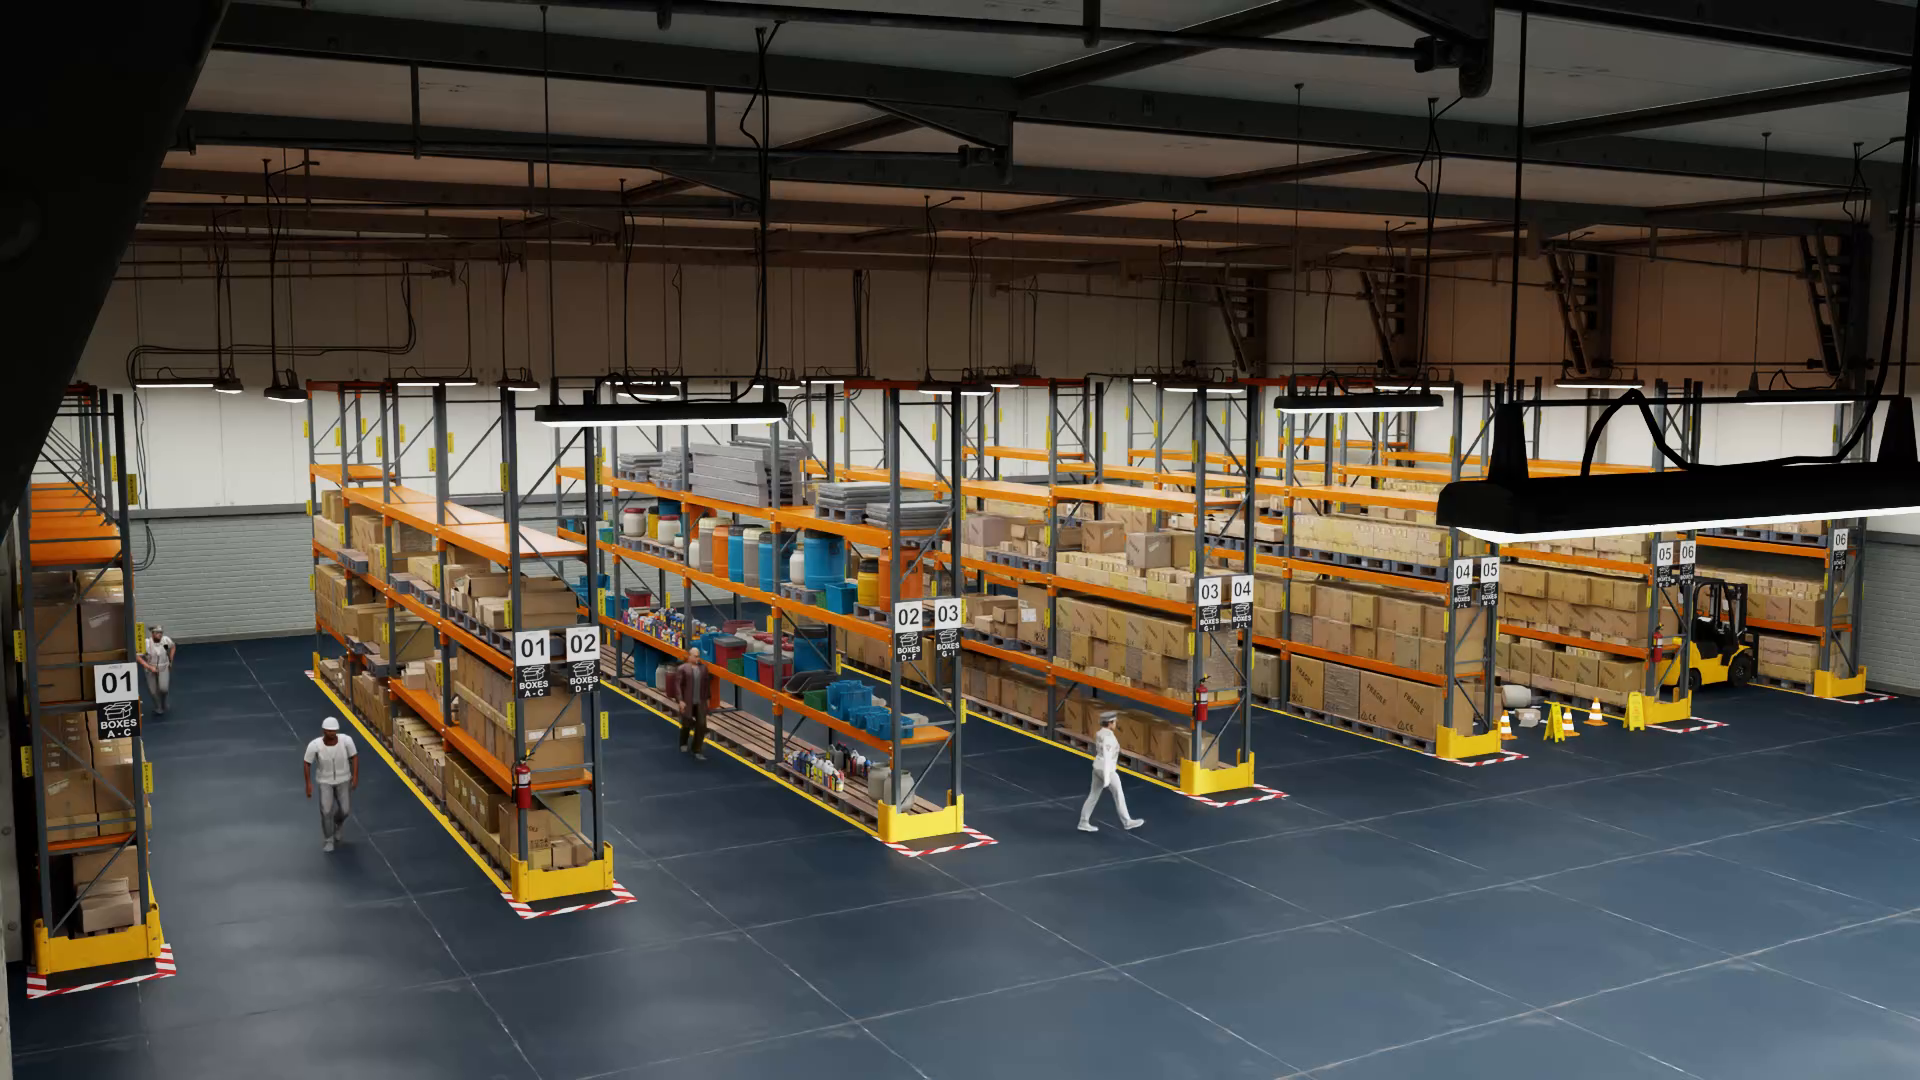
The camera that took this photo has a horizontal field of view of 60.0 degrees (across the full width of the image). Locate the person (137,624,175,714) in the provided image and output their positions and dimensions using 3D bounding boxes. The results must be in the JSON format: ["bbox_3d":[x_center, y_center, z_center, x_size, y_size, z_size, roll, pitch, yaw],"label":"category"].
[{"bbox_3d":[-14.454,2.321,29.926,0.610,1.678,0.735,-2,6,-20],"label":"person"}]

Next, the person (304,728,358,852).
[{"bbox_3d":[-8.239,3.176,21.795,0.672,1.709,0.617,-3,7,-27],"label":"person"}]

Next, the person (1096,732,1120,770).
[{"bbox_3d":[2.431,2.372,26.467,2.890,1.620,8.044,-1,6,-12],"label":"person"}]

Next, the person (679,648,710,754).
[{"bbox_3d":[-4.312,2.570,26.835,0.632,1.681,0.599,-4,7,-34],"label":"person"}]

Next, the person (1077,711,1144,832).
[{"bbox_3d":[2.033,3.126,22.523,0.897,1.642,0.498,-2,6,-17],"label":"person"}]
